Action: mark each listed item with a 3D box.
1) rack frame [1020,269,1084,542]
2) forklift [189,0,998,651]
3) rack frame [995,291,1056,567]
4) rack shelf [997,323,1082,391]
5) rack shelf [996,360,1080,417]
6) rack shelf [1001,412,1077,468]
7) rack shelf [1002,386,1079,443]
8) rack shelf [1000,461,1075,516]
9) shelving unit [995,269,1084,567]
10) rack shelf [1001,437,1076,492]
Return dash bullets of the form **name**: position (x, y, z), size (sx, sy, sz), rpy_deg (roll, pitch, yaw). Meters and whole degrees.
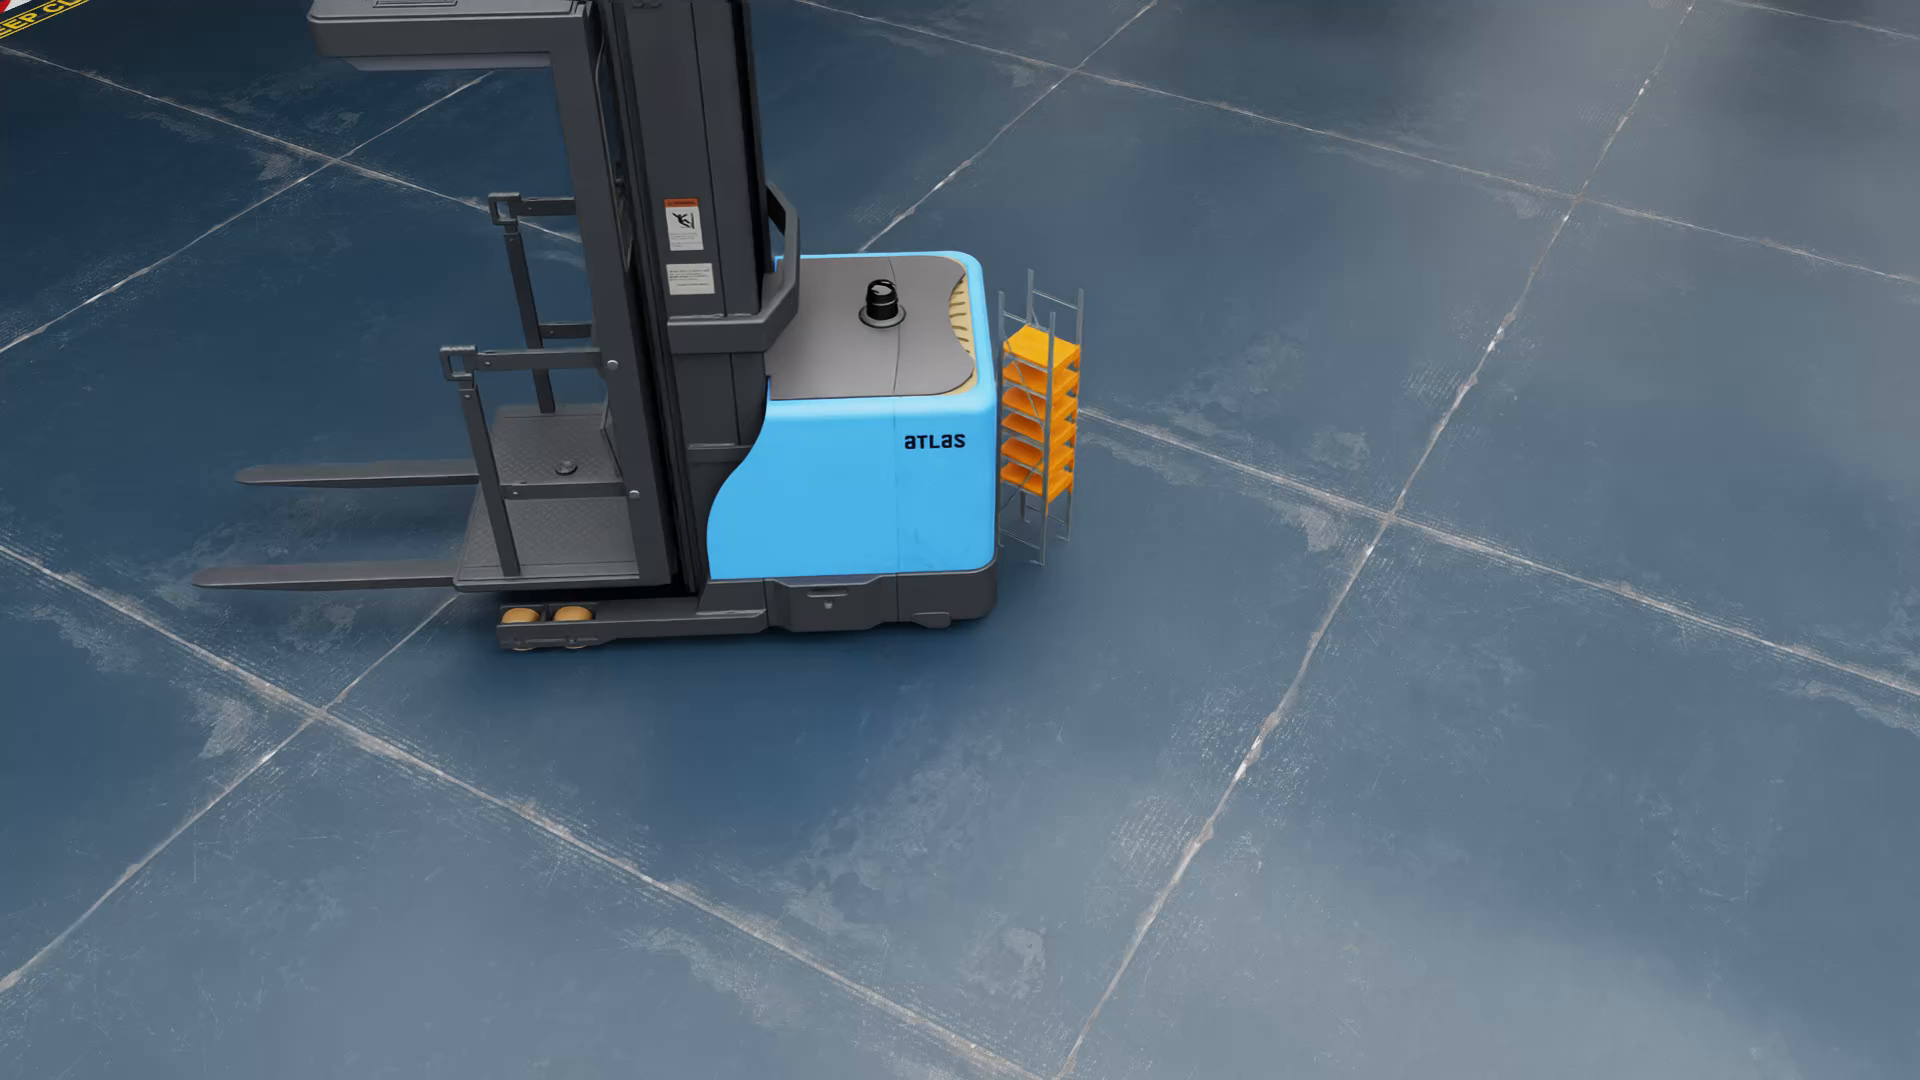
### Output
- **rack frame**: position (0.346, -0.489, 6.398), size (0.240, 1.200, 0.006), rpy_deg (26, 48, 26)
- **forklift**: position (-1.395, -1.043, 5.717), size (3.031, 2.935, 1.130), rpy_deg (-2, 41, -2)
- **rack frame**: position (0.238, -0.392, 6.287), size (0.240, 1.200, 0.006), rpy_deg (26, 48, 26)
- **rack shelf**: position (0.292, -0.677, 6.134), size (0.258, 0.103, 0.180), rpy_deg (26, 48, 26)
- **rack shelf**: position (0.292, -0.587, 6.213), size (0.258, 0.103, 0.180), rpy_deg (26, 48, 26)
- **rack shelf**: position (0.292, -0.407, 6.372), size (0.258, 0.103, 0.180), rpy_deg (26, 48, 26)
- **rack shelf**: position (0.292, -0.497, 6.292), size (0.258, 0.103, 0.180), rpy_deg (26, 48, 26)
- **rack shelf**: position (0.292, -0.227, 6.530), size (0.258, 0.103, 0.180), rpy_deg (26, 48, 26)
- **shelving unit**: position (0.292, -0.441, 6.342), size (0.258, 1.200, 0.189), rpy_deg (26, 48, 26)
- **rack shelf**: position (0.292, -0.317, 6.451), size (0.258, 0.103, 0.180), rpy_deg (26, 48, 26)
